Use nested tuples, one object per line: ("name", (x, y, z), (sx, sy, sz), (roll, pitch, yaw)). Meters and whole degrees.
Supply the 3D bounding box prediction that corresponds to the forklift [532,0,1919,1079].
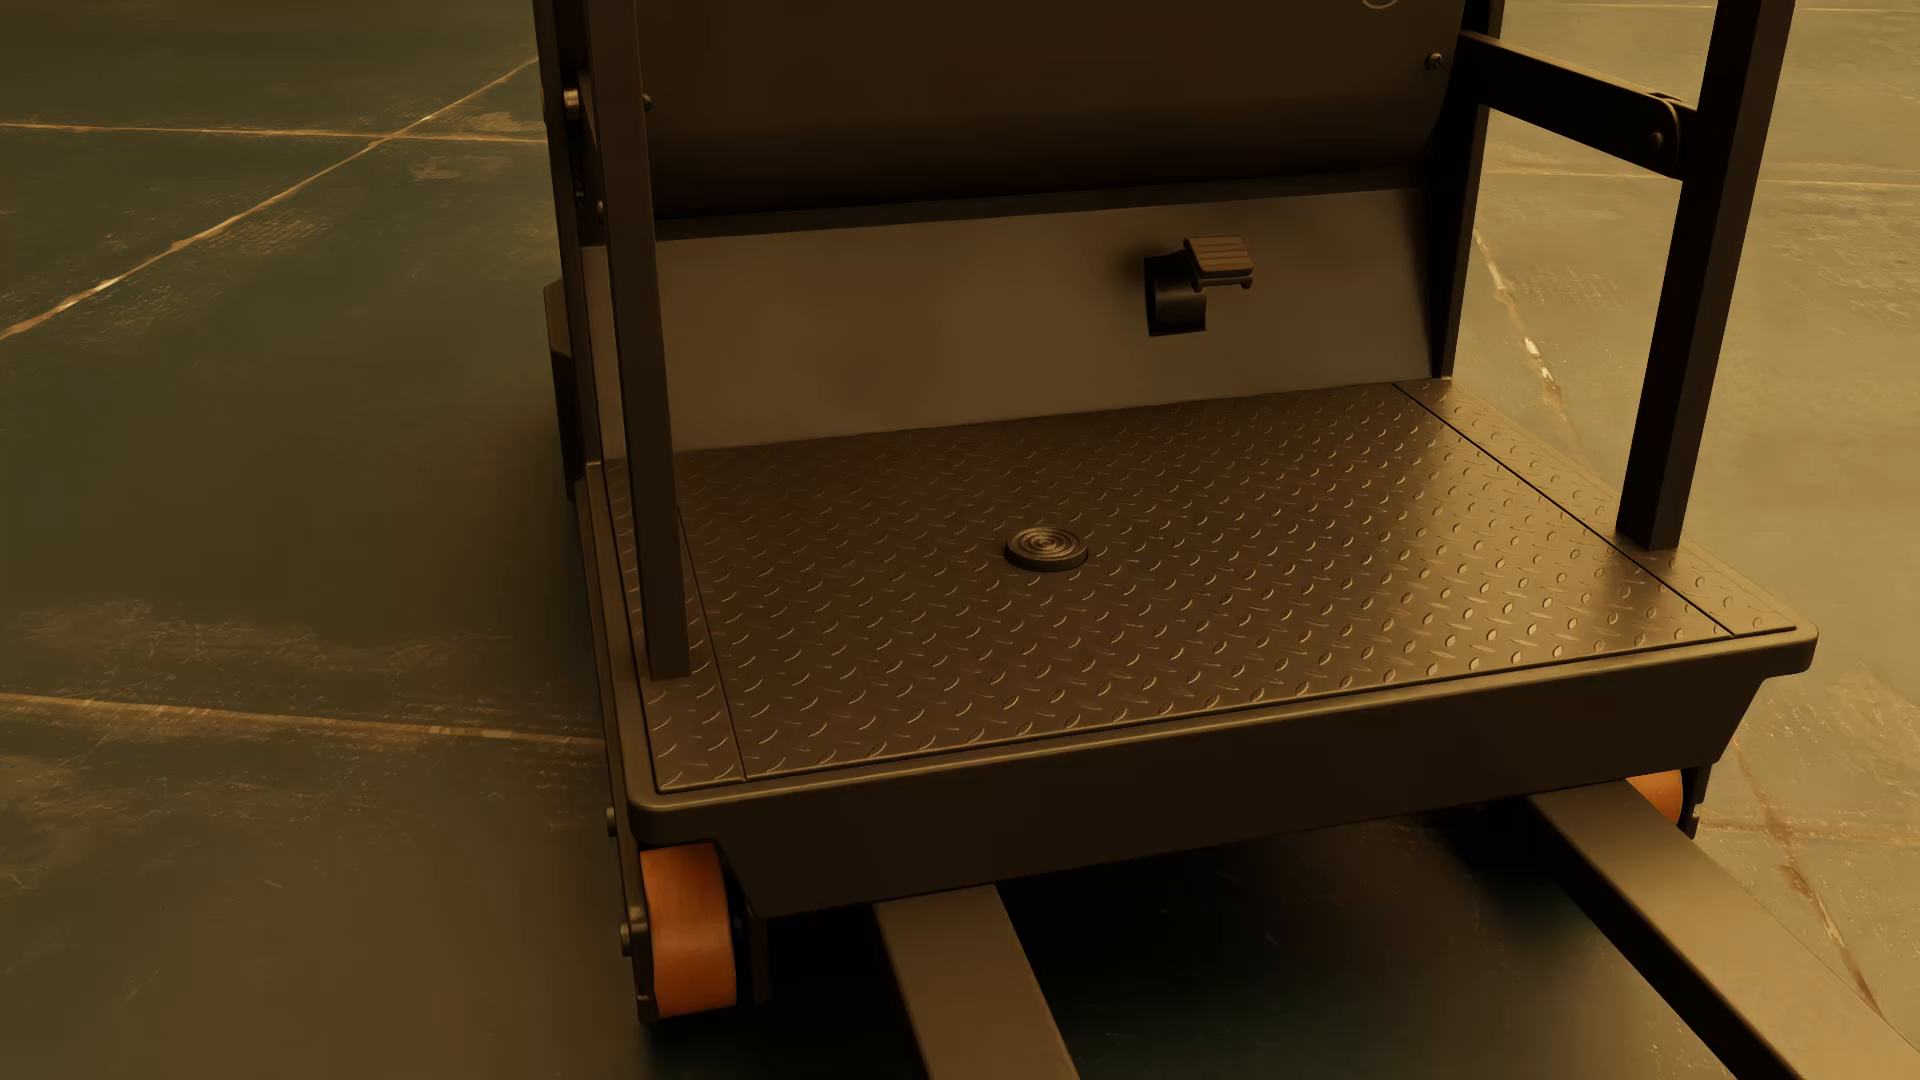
("forklift", (0.153, -1.049, 1.319), (1.130, 2.935, 3.031), (-7, 27, -13))
